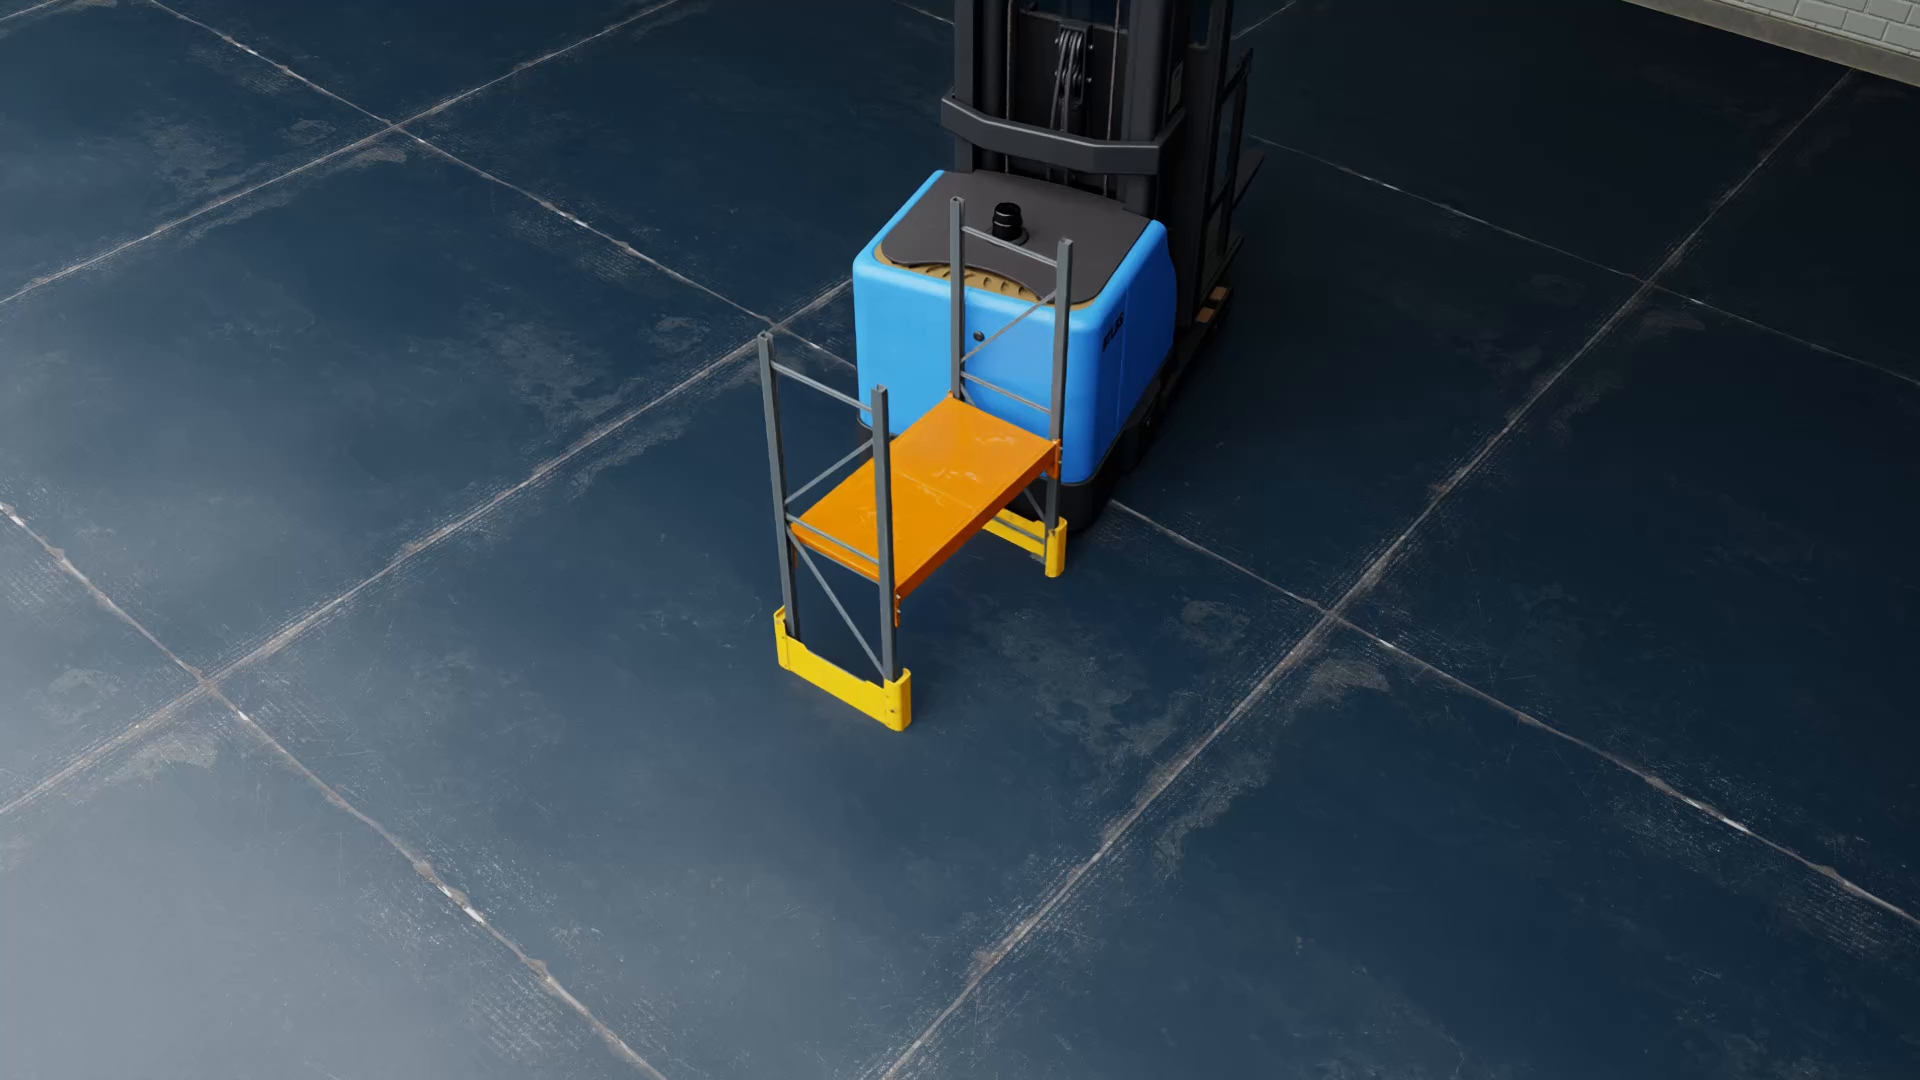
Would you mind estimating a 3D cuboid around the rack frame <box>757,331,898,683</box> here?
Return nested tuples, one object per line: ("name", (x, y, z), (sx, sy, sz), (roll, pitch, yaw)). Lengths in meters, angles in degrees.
("rack frame", (-0.428, 0.003, 5.632), (0.500, 1.500, 0.032), (26, 48, 26))

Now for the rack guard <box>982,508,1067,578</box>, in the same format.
("rack guard", (0.163, -0.075, 6.647), (0.587, 0.250, 0.087), (26, 48, 26))

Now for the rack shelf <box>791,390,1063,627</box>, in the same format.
("rack shelf", (-0.127, -0.139, 6.056), (0.538, 0.185, 1.000), (26, 48, 26))

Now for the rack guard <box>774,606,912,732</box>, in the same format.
("rack guard", (-0.427, 0.465, 6.053), (0.587, 0.250, 0.087), (26, 48, 26))

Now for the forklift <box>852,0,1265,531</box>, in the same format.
("forklift", (0.647, -2.116, 6.899), (1.130, 2.935, 3.031), (17, 45, 18))

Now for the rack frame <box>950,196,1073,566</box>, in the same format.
("rack frame", (0.175, -0.548, 6.238), (0.500, 1.500, 0.032), (26, 48, 26))

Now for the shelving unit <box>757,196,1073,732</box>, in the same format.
("shelving unit", (-0.132, -0.268, 5.929), (0.587, 1.500, 1.083), (26, 48, 26))
